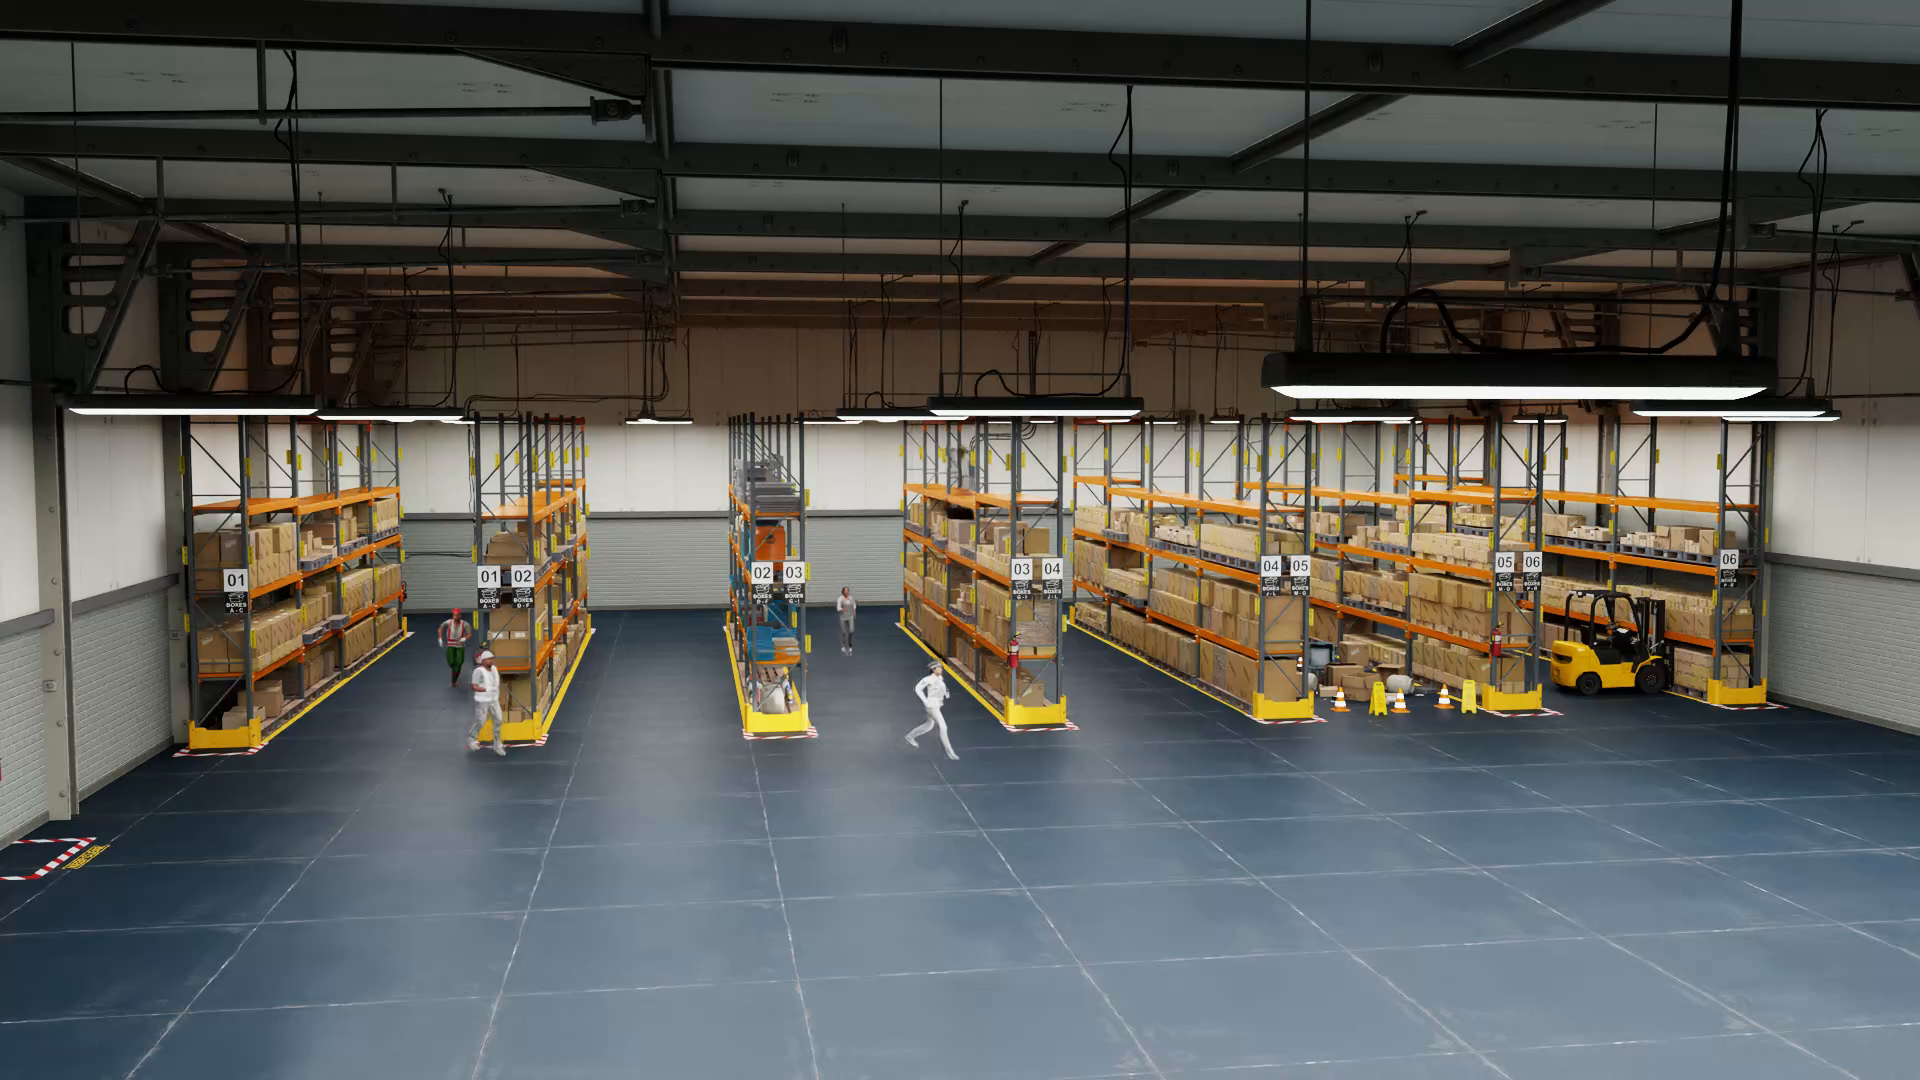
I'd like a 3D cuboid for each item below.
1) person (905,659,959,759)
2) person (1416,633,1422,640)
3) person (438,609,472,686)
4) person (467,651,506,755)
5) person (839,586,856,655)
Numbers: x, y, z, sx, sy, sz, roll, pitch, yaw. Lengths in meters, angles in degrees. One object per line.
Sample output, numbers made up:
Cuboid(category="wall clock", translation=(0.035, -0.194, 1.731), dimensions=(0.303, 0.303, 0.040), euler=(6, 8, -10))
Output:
Cuboid(category="person", translation=(-0.489, 2.928, 28.912), dimensions=(1.048, 1.735, 0.579), euler=(1, 4, 20))
Cuboid(category="person", translation=(11.758, 1.973, 41.863), dimensions=(0.520, 1.561, 0.768), euler=(-1, 4, -9))
Cuboid(category="person", translation=(-11.151, 2.342, 36.719), dimensions=(0.709, 1.668, 0.655), euler=(-1, 4, -15))
Cuboid(category="person", translation=(-8.299, 2.857, 29.125), dimensions=(0.784, 1.853, 0.706), euler=(2, 4, 30))
Cuboid(category="person", translation=(-2.706, 1.938, 39.926), dimensions=(0.471, 1.648, 0.658), euler=(-1, 4, -14))
